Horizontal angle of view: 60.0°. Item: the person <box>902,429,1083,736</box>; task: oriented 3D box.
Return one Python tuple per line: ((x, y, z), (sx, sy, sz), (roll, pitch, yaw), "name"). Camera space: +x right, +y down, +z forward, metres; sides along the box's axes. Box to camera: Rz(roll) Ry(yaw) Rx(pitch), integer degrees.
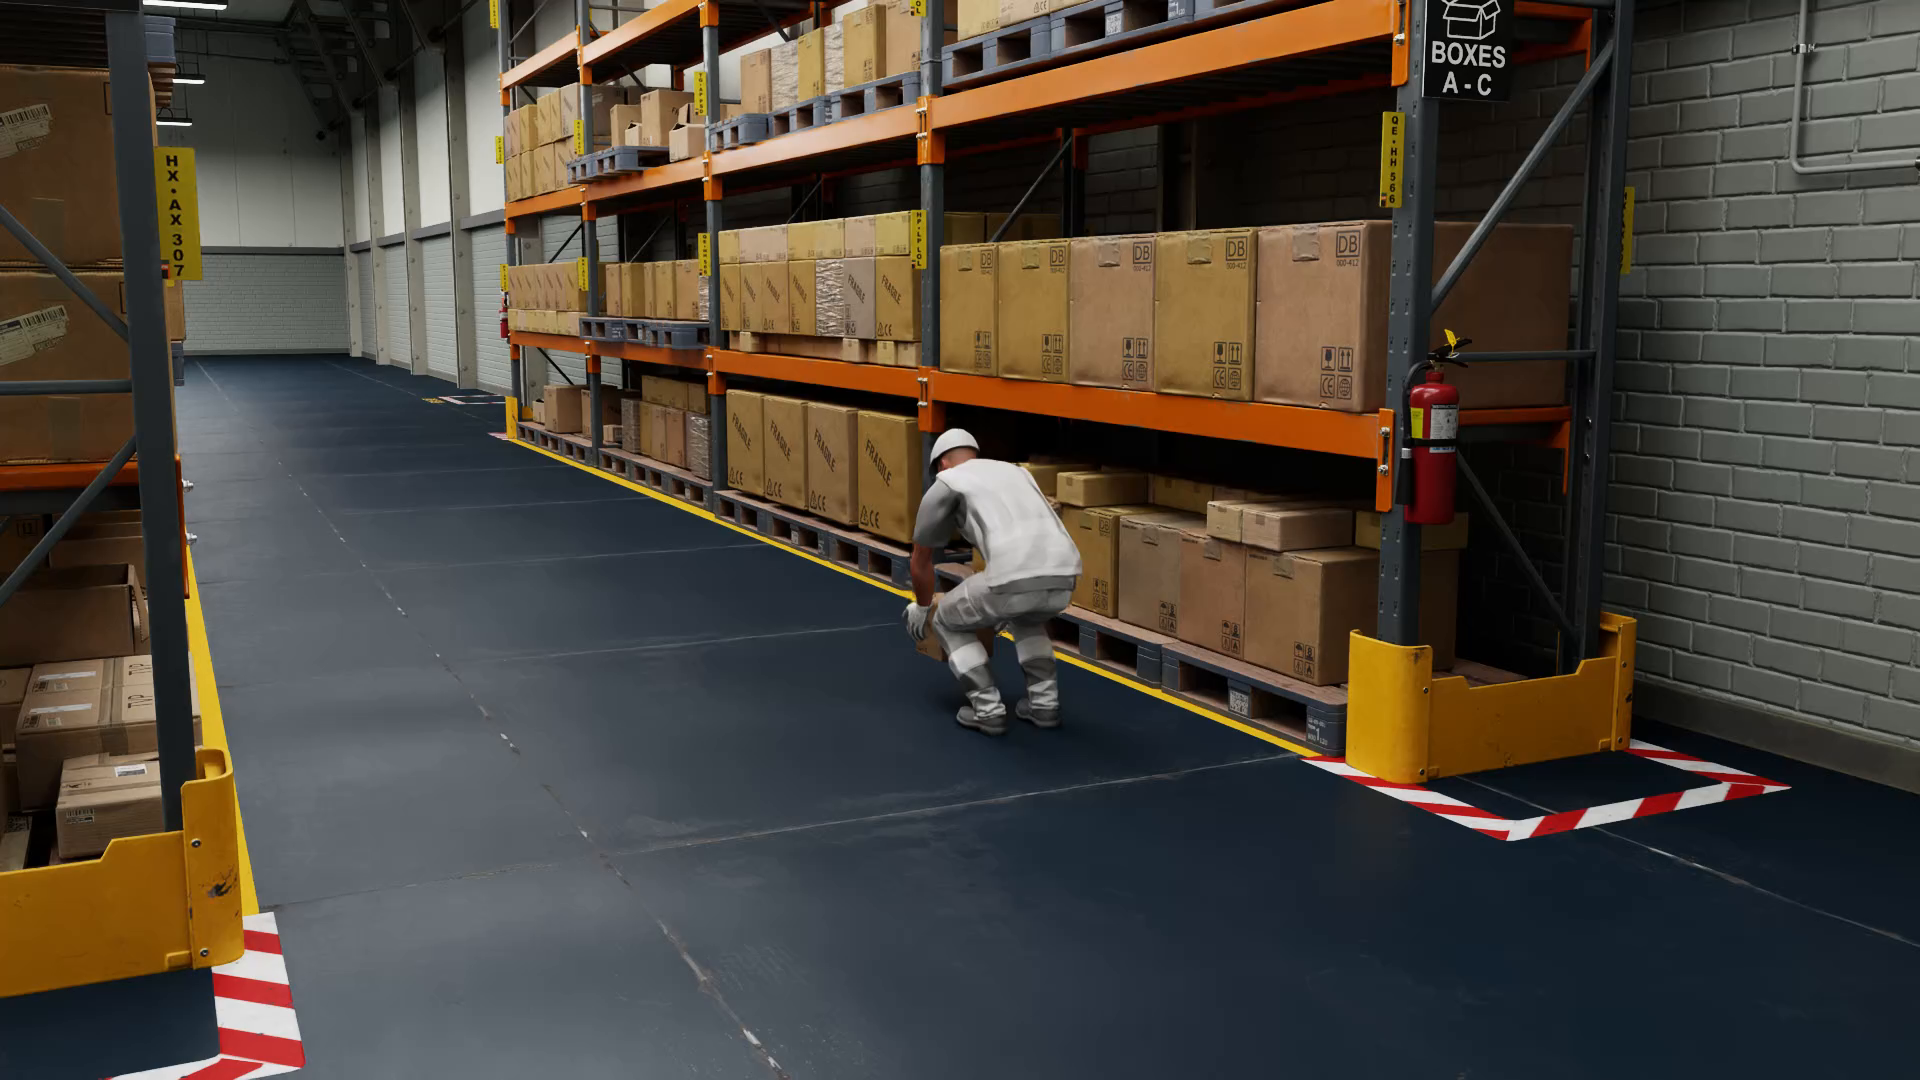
((0.126, 0.159, 6.753), (0.586, 1.186, 0.845), (-4, 9, -26), "person")
